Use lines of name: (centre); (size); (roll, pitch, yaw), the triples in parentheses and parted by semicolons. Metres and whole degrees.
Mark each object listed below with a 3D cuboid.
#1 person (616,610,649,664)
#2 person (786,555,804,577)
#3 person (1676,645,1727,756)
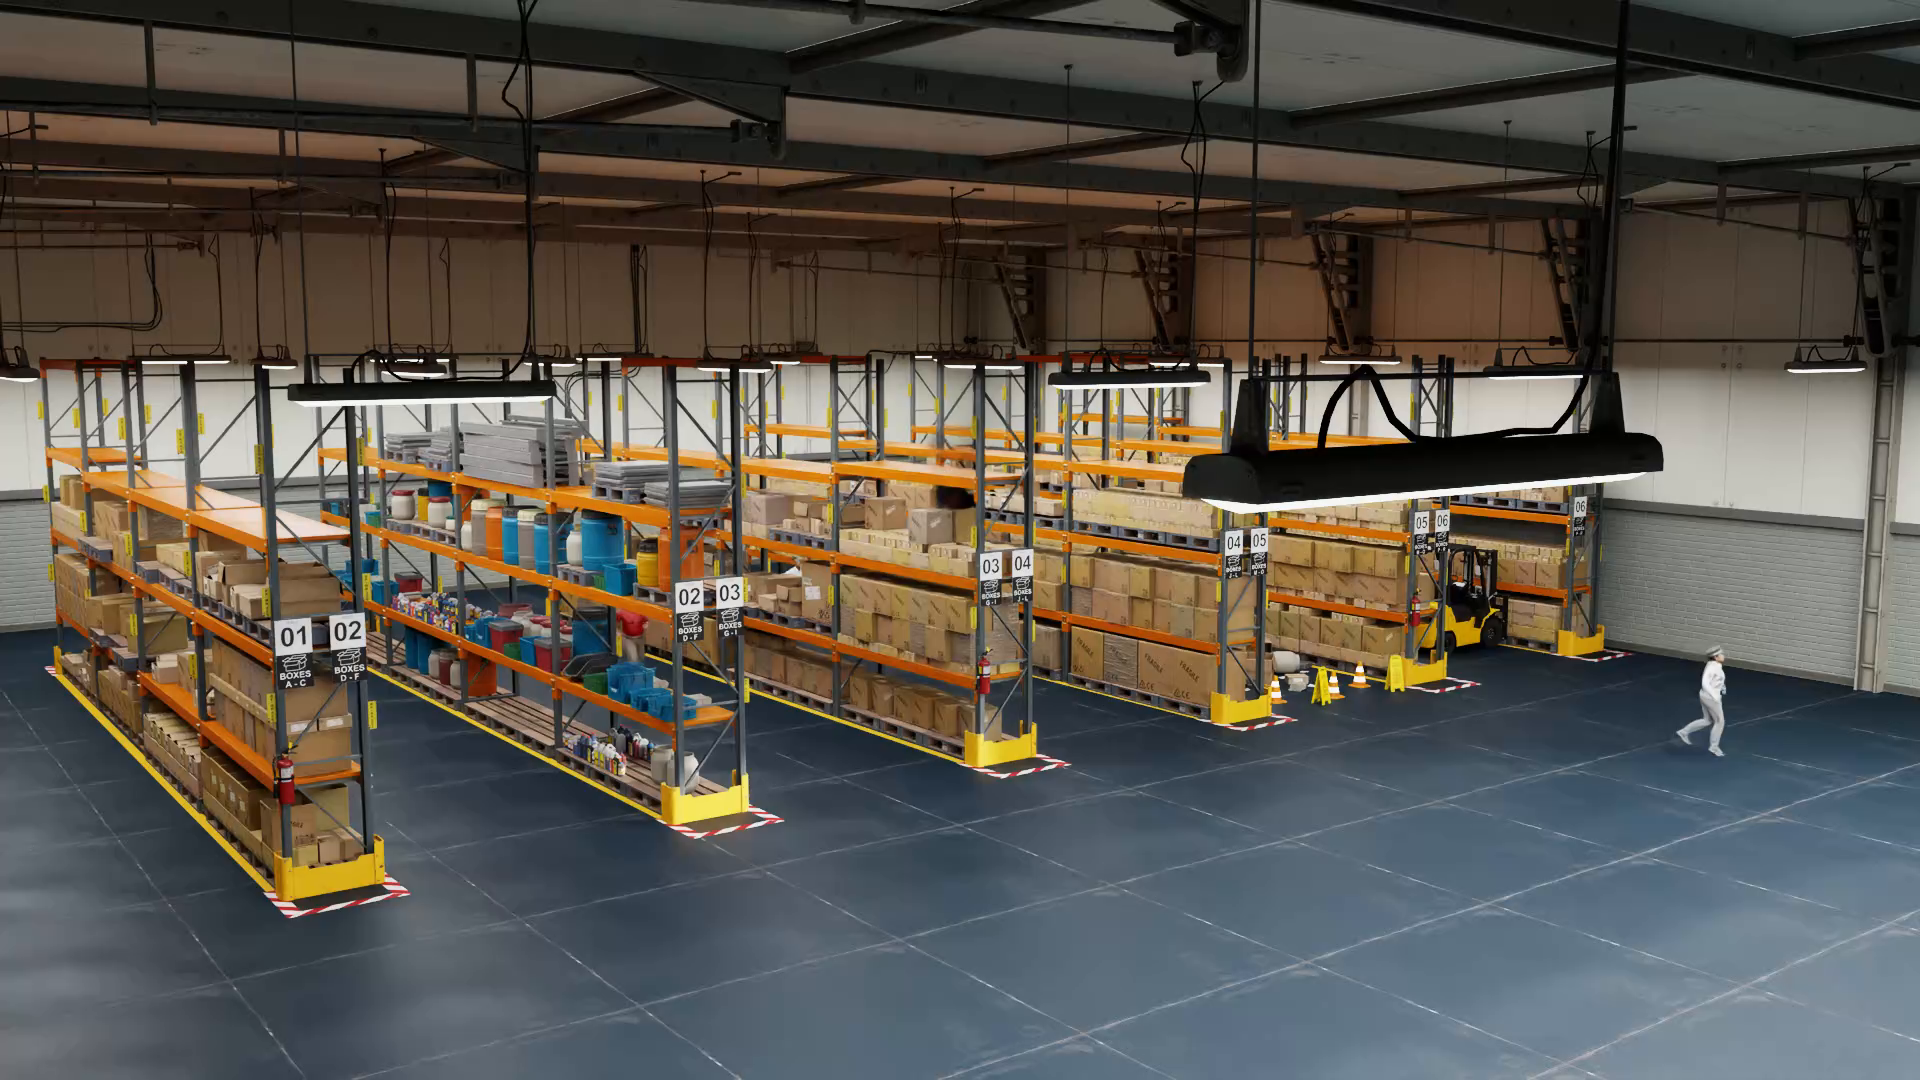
person: (-5.946, 1.852, 30.207); (0.673, 1.699, 0.944); (-6, 9, -40)
person: (-3.455, 1.175, 35.831); (0.698, 1.742, 0.612); (-4, 8, -30)
person: (11.422, 2.450, 25.534); (0.726, 1.738, 0.622); (2, 7, 18)
